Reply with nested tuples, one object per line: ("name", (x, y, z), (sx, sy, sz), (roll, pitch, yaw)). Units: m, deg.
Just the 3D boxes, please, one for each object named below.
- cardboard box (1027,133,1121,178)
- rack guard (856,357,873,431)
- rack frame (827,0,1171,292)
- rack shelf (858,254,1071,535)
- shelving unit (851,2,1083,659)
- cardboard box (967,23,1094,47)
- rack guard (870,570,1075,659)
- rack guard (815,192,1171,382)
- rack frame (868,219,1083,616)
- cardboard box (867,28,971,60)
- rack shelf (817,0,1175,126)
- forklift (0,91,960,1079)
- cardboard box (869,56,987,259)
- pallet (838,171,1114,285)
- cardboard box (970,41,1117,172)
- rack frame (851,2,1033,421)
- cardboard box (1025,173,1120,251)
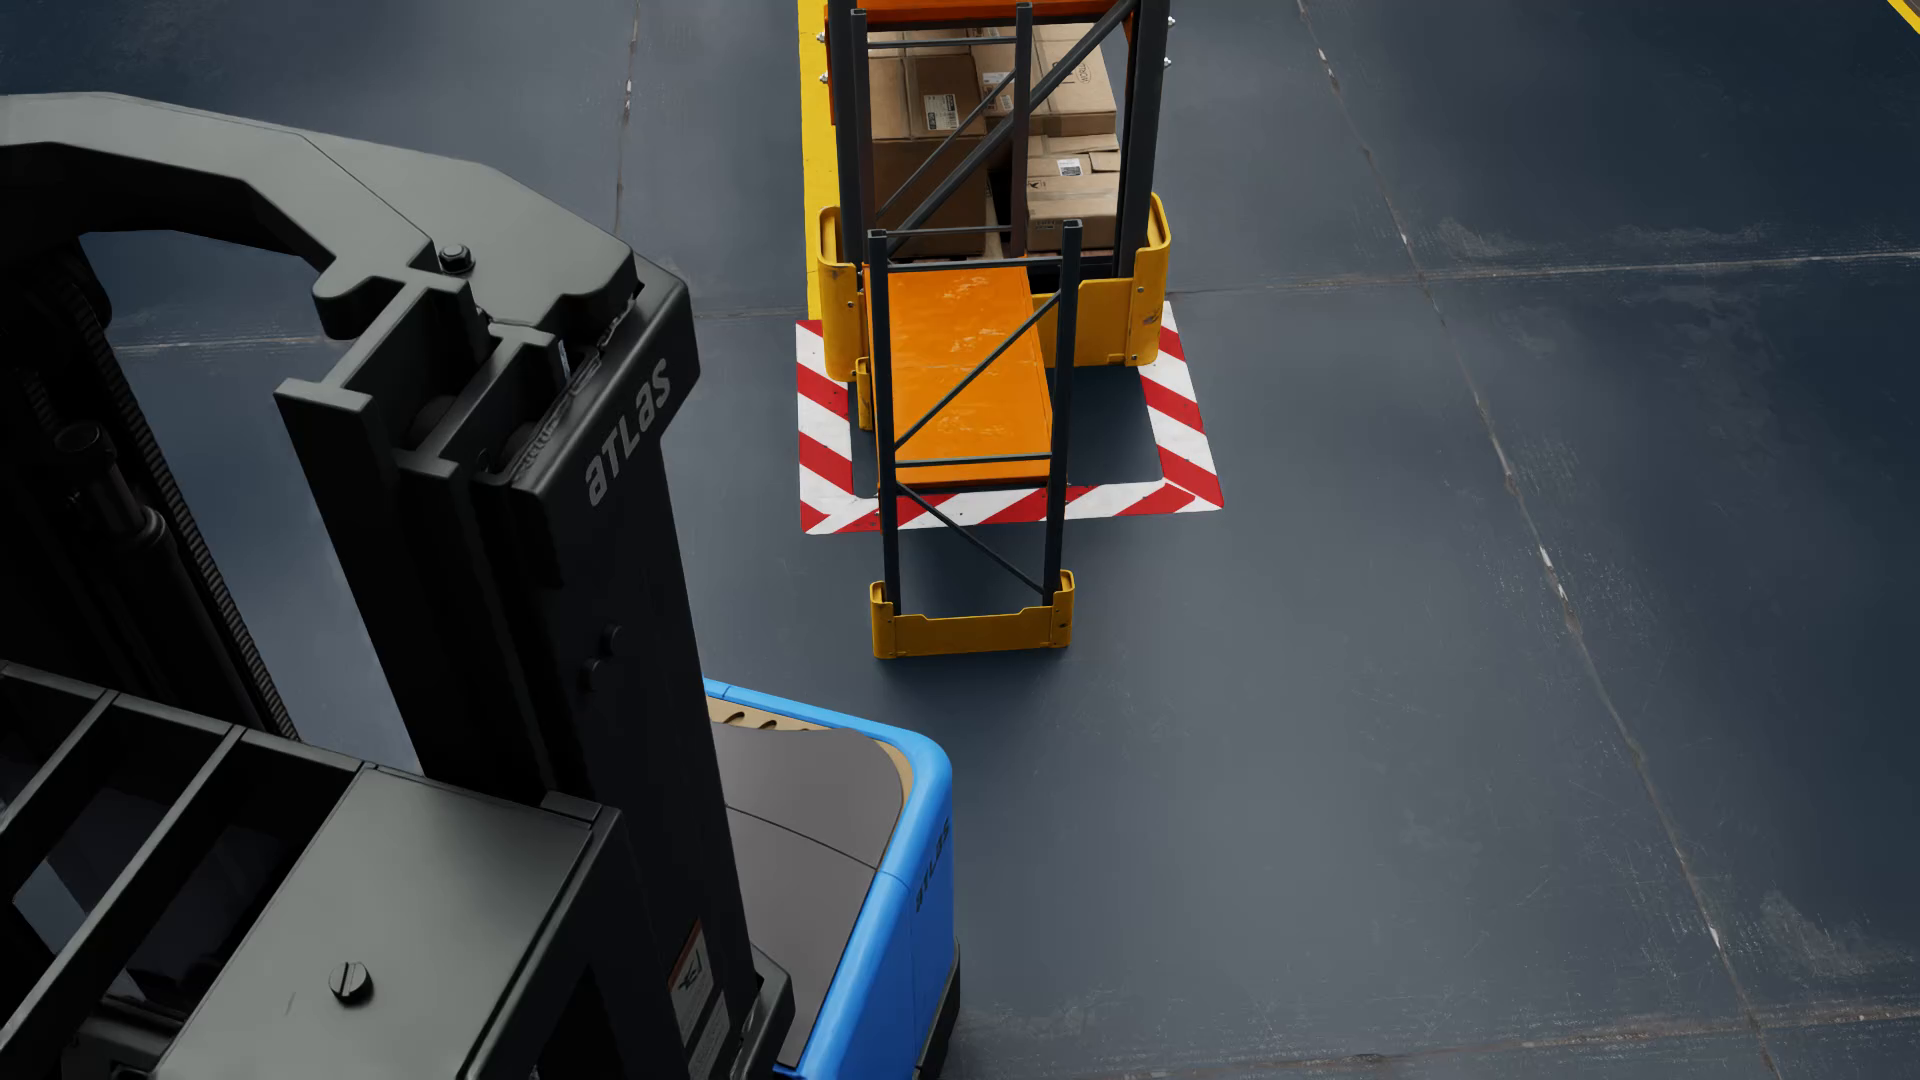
("cardboard box", (0.399, -1.362, 6.122), (0.380, 0.166, 0.250), (-3, 47, -3))
("rack guard", (-0.048, -0.501, 5.553), (0.587, 0.250, 0.087), (-3, 47, -3))
("rack frame", (0.113, -1.680, 4.775), (1.000, 3.000, 0.127), (-3, 47, -3))
("rack shelf", (-0.007, -0.454, 4.895), (0.538, 0.185, 1.000), (-3, 47, -3))
("shelving unit", (-0.006, -0.571, 4.758), (0.587, 1.500, 1.083), (-3, 47, -3))
("cardboard box", (0.266, -2.020, 6.688), (0.500, 0.250, 0.500), (-3, 47, -3))
("rack guard", (0.035, 0.219, 4.870), (0.587, 0.250, 0.087), (-3, 47, -3))
("rack guard", (0.106, -0.876, 5.735), (1.175, 0.500, 0.348), (-3, 47, -3))
("rack frame", (0.035, -0.210, 4.416), (0.500, 1.500, 0.032), (-3, 47, -3))
("cardboard box", (-0.228, -1.954, 6.625), (0.500, 0.250, 0.500), (-3, 47, -3))
("rack shelf", (-0.055, -2.880, 6.407), (1.077, 0.370, 4.000), (-3, 47, -3))
("forklift", (-0.929, 1.056, 2.231), (1.130, 2.935, 3.031), (13, 48, 12))
("cardboard box", (-0.178, -1.350, 5.882), (0.500, 0.500, 0.500), (-3, 47, -3))
("pallet", (0.039, -1.353, 6.386), (1.003, 0.211, 1.213), (-3, 47, -3))
("cardboard box", (0.308, -1.658, 6.345), (0.500, 0.250, 0.500), (-3, 47, -3))
("rack frame", (-0.050, -0.945, 5.112), (0.500, 1.500, 0.032), (-3, 47, -3))
("cardboard box", (0.420, -1.175, 5.957), (0.380, 0.149, 0.250), (-3, 47, -3))
